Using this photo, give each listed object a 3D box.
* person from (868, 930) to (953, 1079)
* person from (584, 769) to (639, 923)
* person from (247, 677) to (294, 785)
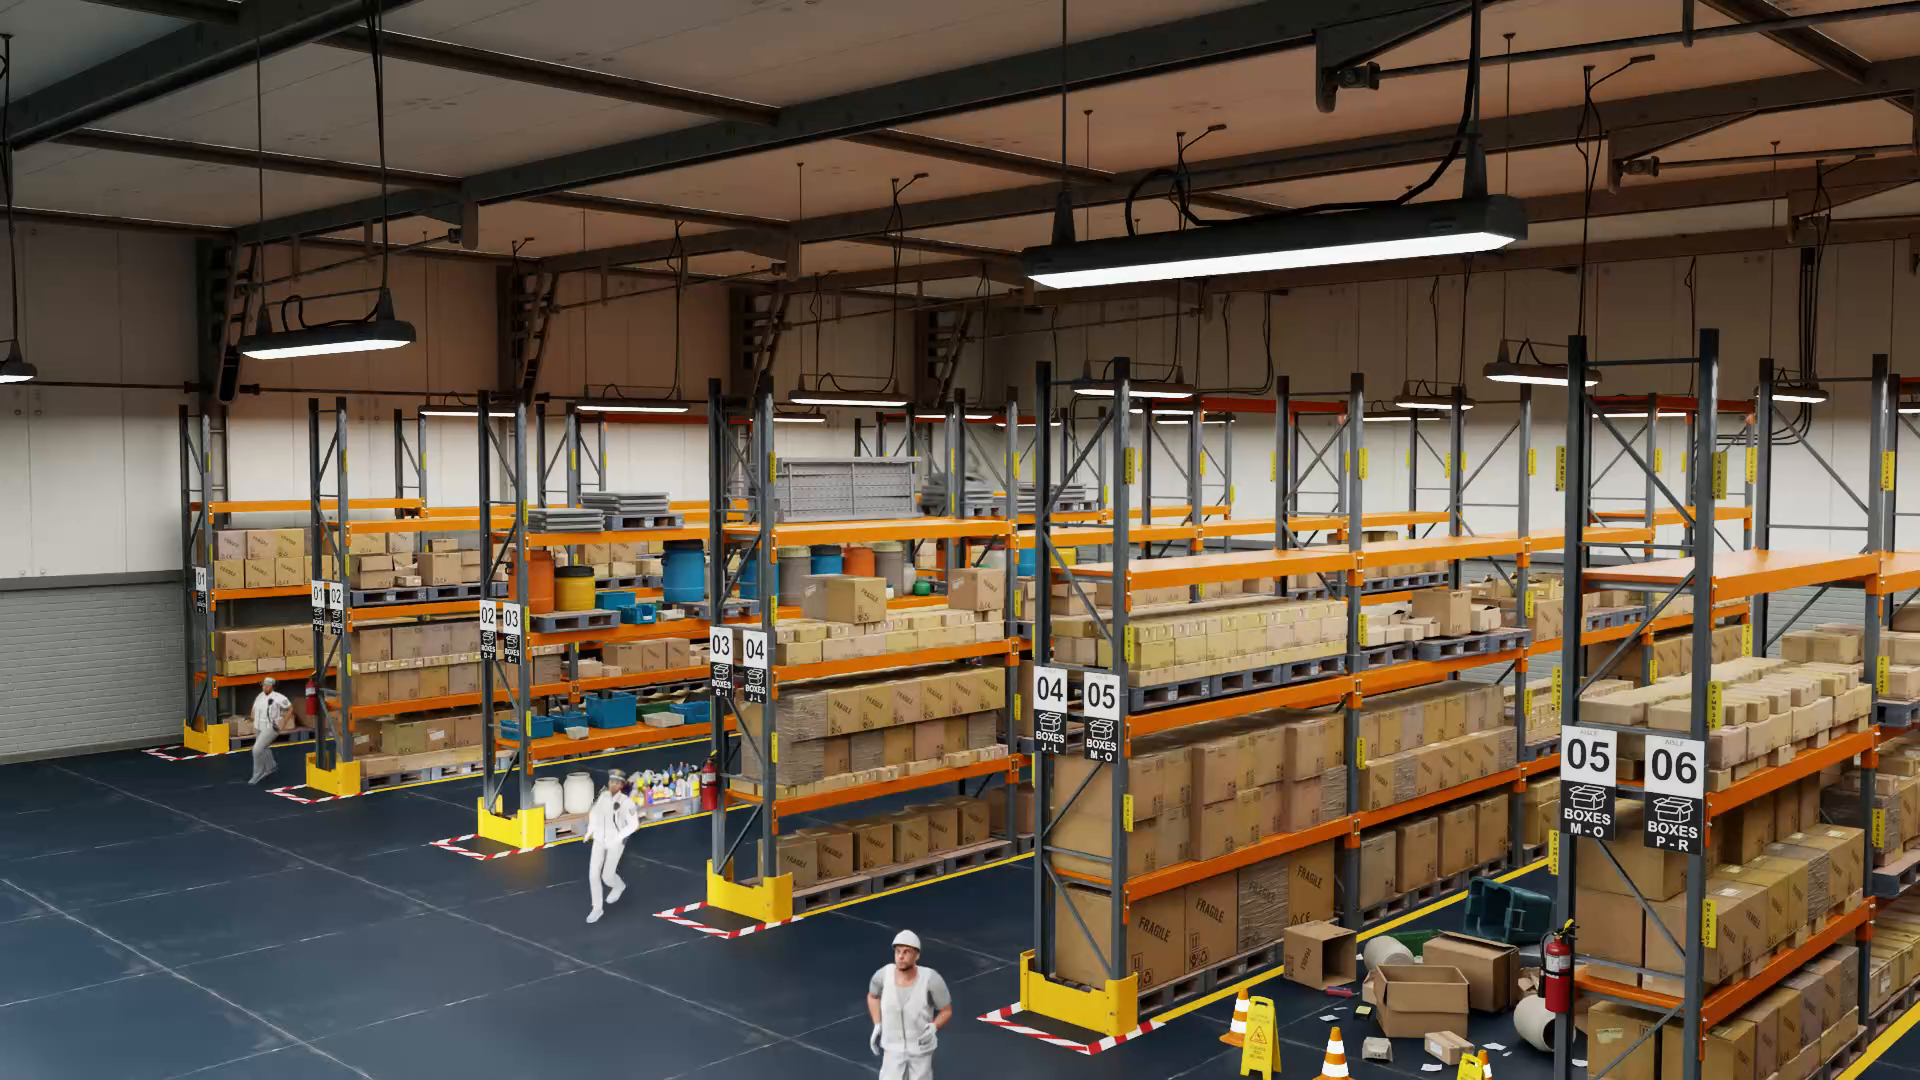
[{"bbox_3d":[-0.374,3.653,11.824,0.630,1.748,0.612,0,3,4],"label":"person"},{"bbox_3d":[-3.863,3.371,18.541,0.656,1.676,0.702,1,3,17],"label":"person"},{"bbox_3d":[-10.852,2.974,26.095,0.693,1.668,0.698,1,3,26],"label":"person"}]
